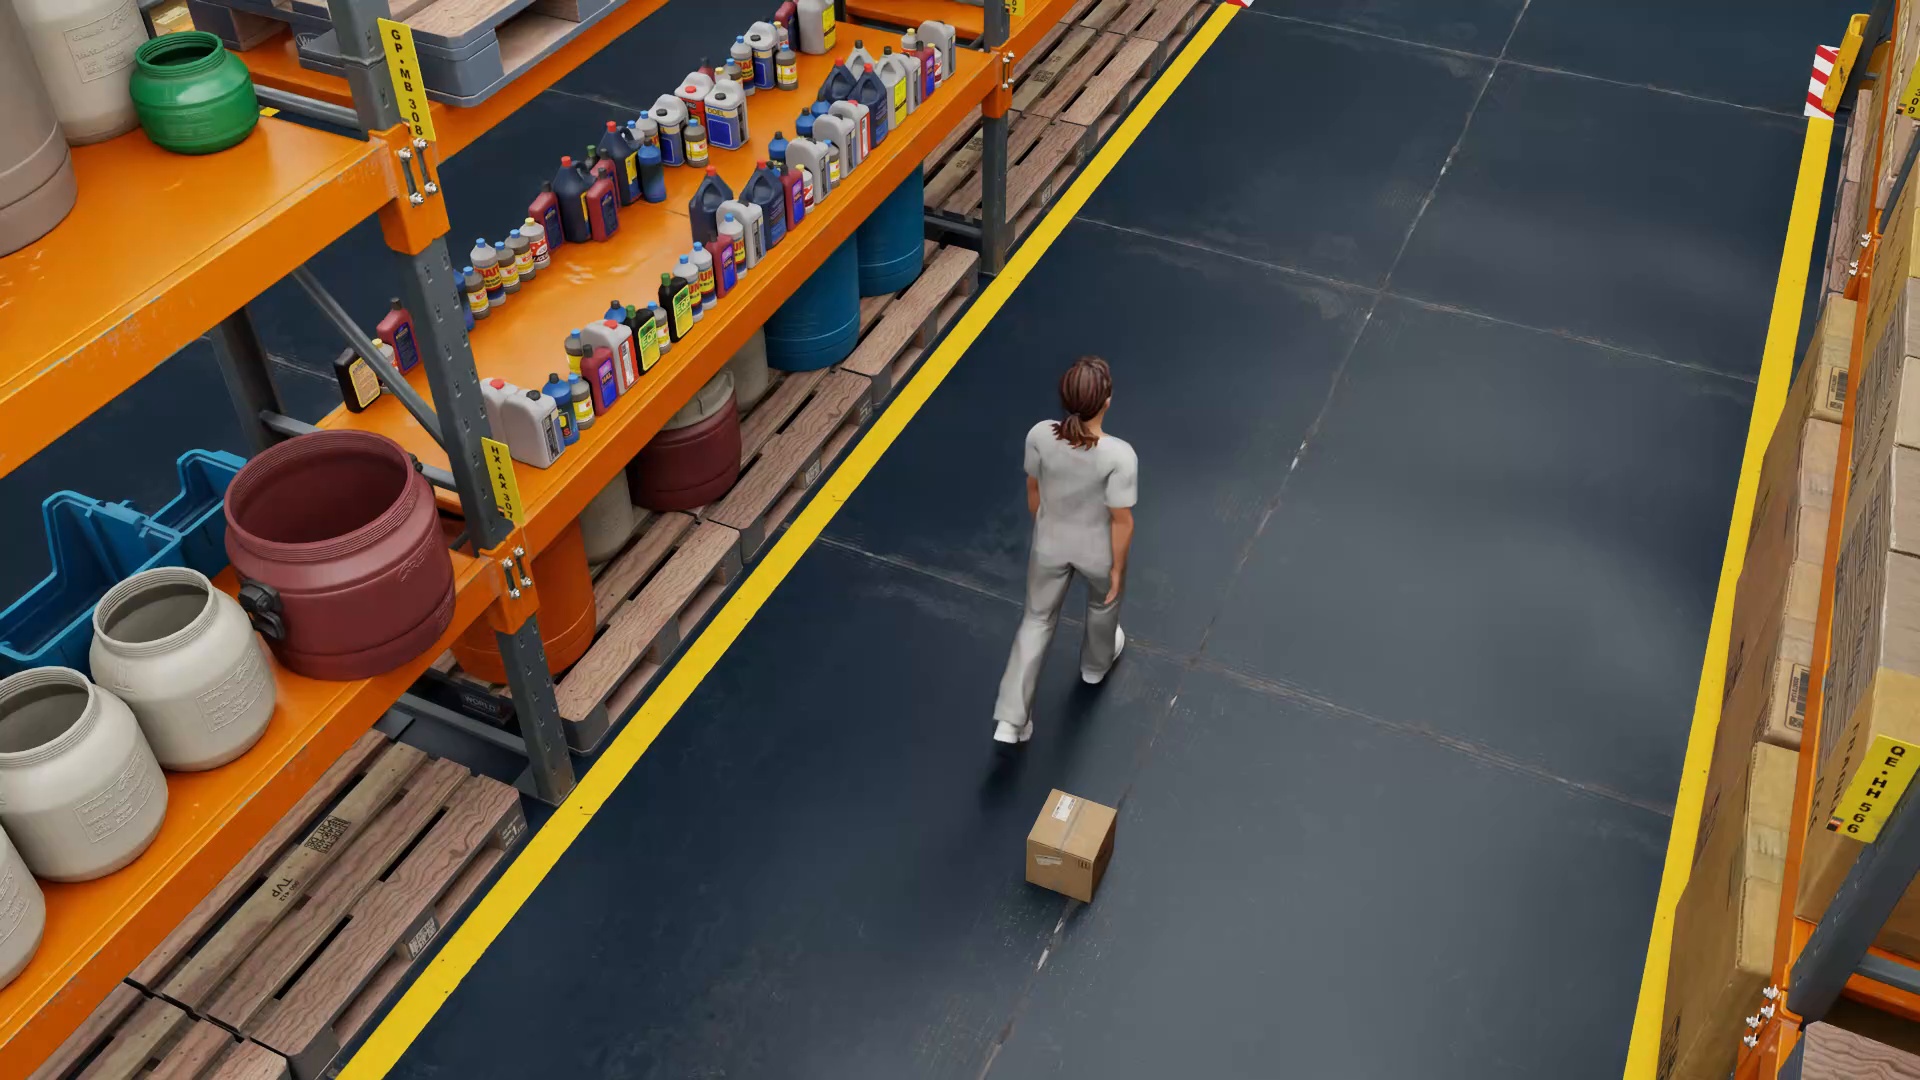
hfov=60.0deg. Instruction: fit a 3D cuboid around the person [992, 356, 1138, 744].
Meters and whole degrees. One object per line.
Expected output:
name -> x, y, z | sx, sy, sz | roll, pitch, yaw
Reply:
person -> 0.413, 0.057, 6.096 | 0.438, 1.641, 0.909 | 14, 44, 15
